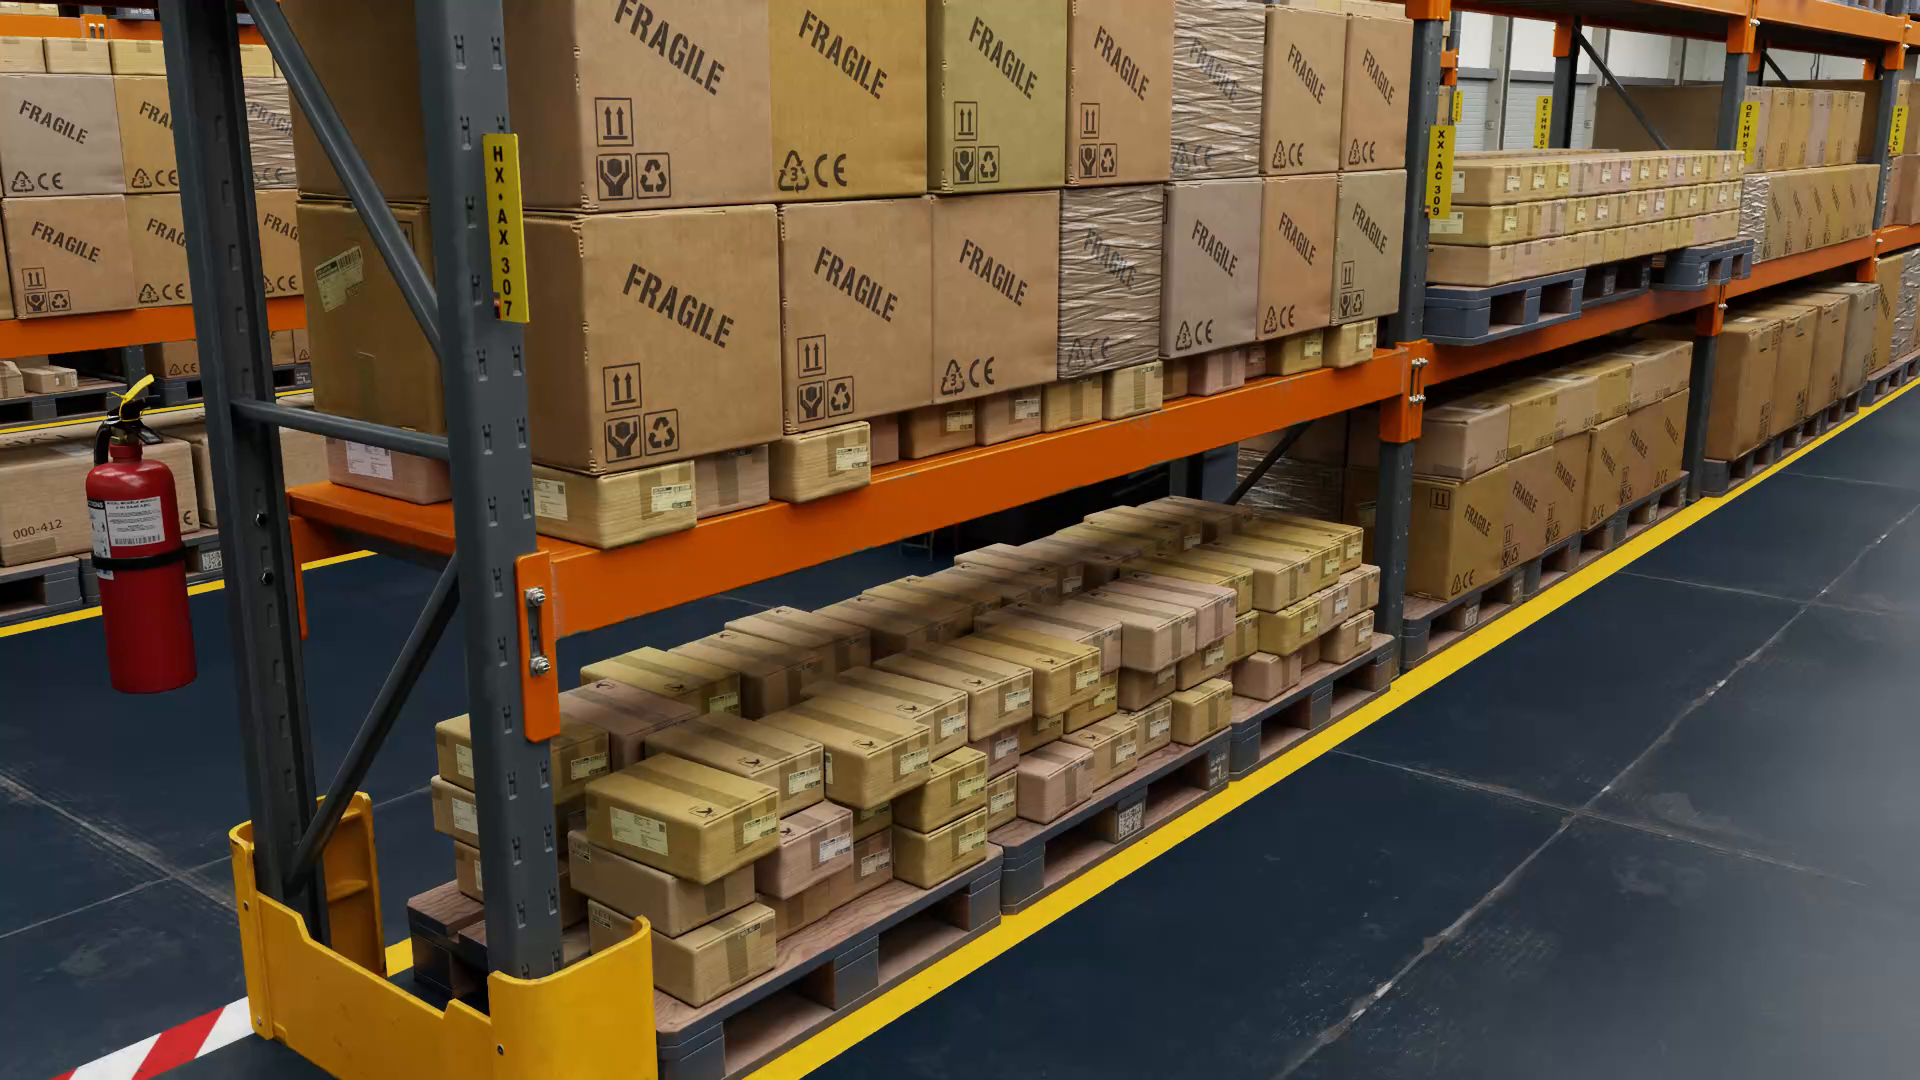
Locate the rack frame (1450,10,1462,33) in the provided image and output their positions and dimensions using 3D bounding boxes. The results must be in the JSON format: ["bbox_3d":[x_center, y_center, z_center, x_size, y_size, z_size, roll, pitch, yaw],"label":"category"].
[{"bbox_3d":[4.917,-6.932,17.633,1.000,3.000,0.127,11,18,38],"label":"rack frame"}]

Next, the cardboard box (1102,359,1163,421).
[{"bbox_3d":[0.365,-0.456,4.837,0.380,0.149,0.250,12,18,39],"label":"cardboard box"}]

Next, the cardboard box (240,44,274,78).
[{"bbox_3d":[-3.424,-2.230,7.759,0.380,0.149,0.250,11,18,36],"label":"cardboard box"}]

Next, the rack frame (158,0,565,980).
[{"bbox_3d":[-1.225,-0.213,3.371,1.000,3.000,0.127,11,18,38],"label":"rack frame"}]

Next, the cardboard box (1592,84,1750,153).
[{"bbox_3d":[4.093,-2.363,9.599,0.700,0.500,0.500,11,18,37],"label":"cardboard box"}]

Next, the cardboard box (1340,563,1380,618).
[{"bbox_3d":[1.338,0.164,6.218,0.380,0.149,0.250,12,18,39],"label":"cardboard box"}]

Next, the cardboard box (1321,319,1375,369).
[{"bbox_3d":[1.214,-0.701,5.799,0.380,0.149,0.250,11,18,36],"label":"cardboard box"}]

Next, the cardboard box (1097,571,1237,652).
[{"bbox_3d":[0.665,0.226,5.368,0.380,0.149,0.250,10,17,35],"label":"cardboard box"}]

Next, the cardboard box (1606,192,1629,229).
[{"bbox_3d":[2.715,-1.462,7.338,0.380,0.149,0.250,11,18,37],"label":"cardboard box"}]

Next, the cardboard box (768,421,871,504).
[{"bbox_3d":[-0.428,-0.201,3.834,0.380,0.149,0.250,11,18,36],"label":"cardboard box"}]

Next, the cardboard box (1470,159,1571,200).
[{"bbox_3d":[2.228,-1.457,6.715,0.380,0.149,0.250,11,18,38],"label":"cardboard box"}]

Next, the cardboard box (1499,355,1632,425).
[{"bbox_3d":[2.936,-0.736,8.129,0.500,0.250,0.500,12,18,39],"label":"cardboard box"}]

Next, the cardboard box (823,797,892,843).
[{"bbox_3d":[-0.395,0.656,4.283,0.380,0.149,0.250,12,18,38],"label":"cardboard box"}]

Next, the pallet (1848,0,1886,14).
[{"bbox_3d":[5.779,-3.689,11.350,0.805,0.209,1.217,10,18,35],"label":"pallet"}]

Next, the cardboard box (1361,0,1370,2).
[{"bbox_3d":[3.768,-5.297,16.181,0.380,0.149,0.250,12,18,39],"label":"cardboard box"}]

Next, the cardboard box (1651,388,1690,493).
[{"bbox_3d":[3.593,-0.571,9.002,0.500,0.500,0.500,11,18,37],"label":"cardboard box"}]

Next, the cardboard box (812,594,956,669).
[{"bbox_3d":[-0.234,0.294,5.102,0.380,0.149,0.250,11,18,36],"label":"cardboard box"}]

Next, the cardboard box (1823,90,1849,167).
[{"bbox_3d":[5.688,-2.850,11.515,0.700,0.500,0.500,11,18,37],"label":"cardboard box"}]

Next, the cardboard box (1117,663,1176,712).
[{"bbox_3d":[0.460,0.405,5.271,0.380,0.149,0.250,10,17,35],"label":"cardboard box"}]

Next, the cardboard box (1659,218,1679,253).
[{"bbox_3d":[3.204,-1.466,7.959,0.380,0.149,0.250,10,18,35],"label":"cardboard box"}]

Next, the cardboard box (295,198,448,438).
[{"bbox_3d":[-1.143,-0.532,3.817,0.500,0.500,0.500,12,18,39],"label":"cardboard box"}]

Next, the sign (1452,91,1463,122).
[{"bbox_3d":[5.336,-4.649,17.837,0.100,0.325,0.005,11,18,38],"label":"sign"}]

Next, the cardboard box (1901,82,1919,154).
[{"bbox_3d":[7.277,-3.378,13.332,0.875,0.550,0.550,11,18,38],"label":"cardboard box"}]

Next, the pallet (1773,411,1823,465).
[{"bbox_3d":[5.124,-0.766,11.209,1.003,0.211,1.213,11,18,38],"label":"pallet"}]

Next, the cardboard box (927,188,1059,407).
[{"bbox_3d":[-0.094,-0.648,4.273,0.500,0.500,0.500,12,18,38],"label":"cardboard box"}]

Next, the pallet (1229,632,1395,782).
[{"bbox_3d":[0.894,0.506,6.202,1.003,0.211,1.213,11,18,38],"label":"pallet"}]

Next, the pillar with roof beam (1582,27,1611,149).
[{"bbox_3d":[18.348,-11.635,36.148,9.100,9.000,0.400,11,18,38],"label":"pillar with roof beam"}]

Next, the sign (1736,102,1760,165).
[{"bbox_3d":[4.231,-2.186,8.945,0.100,0.325,0.005,11,18,38],"label":"sign"}]

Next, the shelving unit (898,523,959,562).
[{"bbox_3d":[-0.157,-0.437,8.212,0.215,1.050,0.252,8,16,30],"label":"shelving unit"}]

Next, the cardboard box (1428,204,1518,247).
[{"bbox_3d":[1.894,-1.210,6.346,0.380,0.149,0.250,12,18,38],"label":"cardboard box"}]

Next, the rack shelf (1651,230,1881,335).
[{"bbox_3d":[5.060,-1.780,10.998,1.077,0.370,4.000,11,18,38],"label":"rack shelf"}]

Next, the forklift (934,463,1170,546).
[{"bbox_3d":[0.671,-1.699,9.358,1.130,2.935,3.031,8,16,30],"label":"forklift"}]

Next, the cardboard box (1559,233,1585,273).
[{"bbox_3d":[2.383,-1.215,6.970,0.380,0.149,0.250,11,18,38],"label":"cardboard box"}]

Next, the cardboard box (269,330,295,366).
[{"bbox_3d":[-5.682,-1.647,13.237,0.500,0.500,0.500,11,18,37],"label":"cardboard box"}]

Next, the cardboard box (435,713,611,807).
[{"bbox_3d":[-1.090,0.536,4.150,0.380,0.149,0.250,12,18,38],"label":"cardboard box"}]

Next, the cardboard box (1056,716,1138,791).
[{"bbox_3d":[0.315,0.616,5.044,0.380,0.149,0.250,11,18,38],"label":"cardboard box"}]

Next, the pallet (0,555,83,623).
[{"bbox_3d":[-4.697,0.226,7.304,1.003,0.211,1.213,11,18,38],"label":"pallet"}]

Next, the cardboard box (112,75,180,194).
[{"bbox_3d":[-3.666,-1.836,7.526,0.500,0.500,0.500,11,18,38],"label":"cardboard box"}]

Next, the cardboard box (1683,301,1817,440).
[{"bbox_3d":[4.802,-1.129,10.692,1.050,0.750,0.750,12,18,38],"label":"cardboard box"}]

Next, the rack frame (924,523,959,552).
[{"bbox_3d":[-0.095,-0.463,8.314,0.200,1.050,0.008,8,16,30],"label":"rack frame"}]

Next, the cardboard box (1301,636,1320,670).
[{"bbox_3d":[1.079,0.363,6.038,0.380,0.149,0.250,12,18,39],"label":"cardboard box"}]

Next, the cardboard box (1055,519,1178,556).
[{"bbox_3d":[0.571,0.044,6.087,0.380,0.149,0.250,11,18,37],"label":"cardboard box"}]

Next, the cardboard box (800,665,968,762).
[{"bbox_3d":[-0.203,0.469,4.415,0.380,0.149,0.250,10,17,35],"label":"cardboard box"}]

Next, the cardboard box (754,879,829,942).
[{"bbox_3d":[-0.546,0.851,4.117,0.380,0.149,0.250,11,18,37],"label":"cardboard box"}]

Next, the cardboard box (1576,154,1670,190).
[{"bbox_3d":[3.037,-1.704,7.686,0.380,0.149,0.250,12,19,40],"label":"cardboard box"}]

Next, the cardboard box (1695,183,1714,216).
[{"bbox_3d":[3.517,-1.704,8.292,0.380,0.149,0.250,12,18,39],"label":"cardboard box"}]

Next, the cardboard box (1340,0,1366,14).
[{"bbox_3d":[3.535,-5.020,15.898,0.500,0.250,0.500,11,18,38],"label":"cardboard box"}]

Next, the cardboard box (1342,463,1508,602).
[{"bbox_3d":[1.959,-0.072,7.038,0.500,0.500,0.500,12,19,40],"label":"cardboard box"}]

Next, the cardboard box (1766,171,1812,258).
[{"bbox_3d":[4.930,-2.032,10.328,0.500,0.500,0.500,11,18,37],"label":"cardboard box"}]

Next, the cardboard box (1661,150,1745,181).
[{"bbox_3d":[3.851,-1.951,8.659,0.380,0.149,0.250,10,18,35],"label":"cardboard box"}]

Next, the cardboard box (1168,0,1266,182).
[{"bbox_3d":[0.550,-1.329,4.925,0.500,0.500,0.500,12,18,39],"label":"cardboard box"}]

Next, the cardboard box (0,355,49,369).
[{"bbox_3d":[-7.087,-1.304,12.272,0.500,0.311,0.500,12,19,39],"label":"cardboard box"}]

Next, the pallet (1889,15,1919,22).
[{"bbox_3d":[7.606,-4.310,13.585,1.003,0.211,1.213,11,18,38],"label":"pallet"}]

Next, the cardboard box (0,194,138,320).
[{"bbox_3d":[-3.984,-1.252,7.256,0.500,0.500,0.500,11,18,37],"label":"cardboard box"}]

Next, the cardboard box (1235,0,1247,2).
[{"bbox_3d":[2.149,-4.709,14.425,0.500,0.250,0.500,11,18,36],"label":"cardboard box"}]

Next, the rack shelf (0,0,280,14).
[{"bbox_3d":[-3.882,-2.448,7.537,1.077,0.370,4.000,11,18,38],"label":"rack shelf"}]

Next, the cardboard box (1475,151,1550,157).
[{"bbox_3d":[2.702,-1.856,8.287,0.380,0.149,0.250,12,19,40],"label":"cardboard box"}]
